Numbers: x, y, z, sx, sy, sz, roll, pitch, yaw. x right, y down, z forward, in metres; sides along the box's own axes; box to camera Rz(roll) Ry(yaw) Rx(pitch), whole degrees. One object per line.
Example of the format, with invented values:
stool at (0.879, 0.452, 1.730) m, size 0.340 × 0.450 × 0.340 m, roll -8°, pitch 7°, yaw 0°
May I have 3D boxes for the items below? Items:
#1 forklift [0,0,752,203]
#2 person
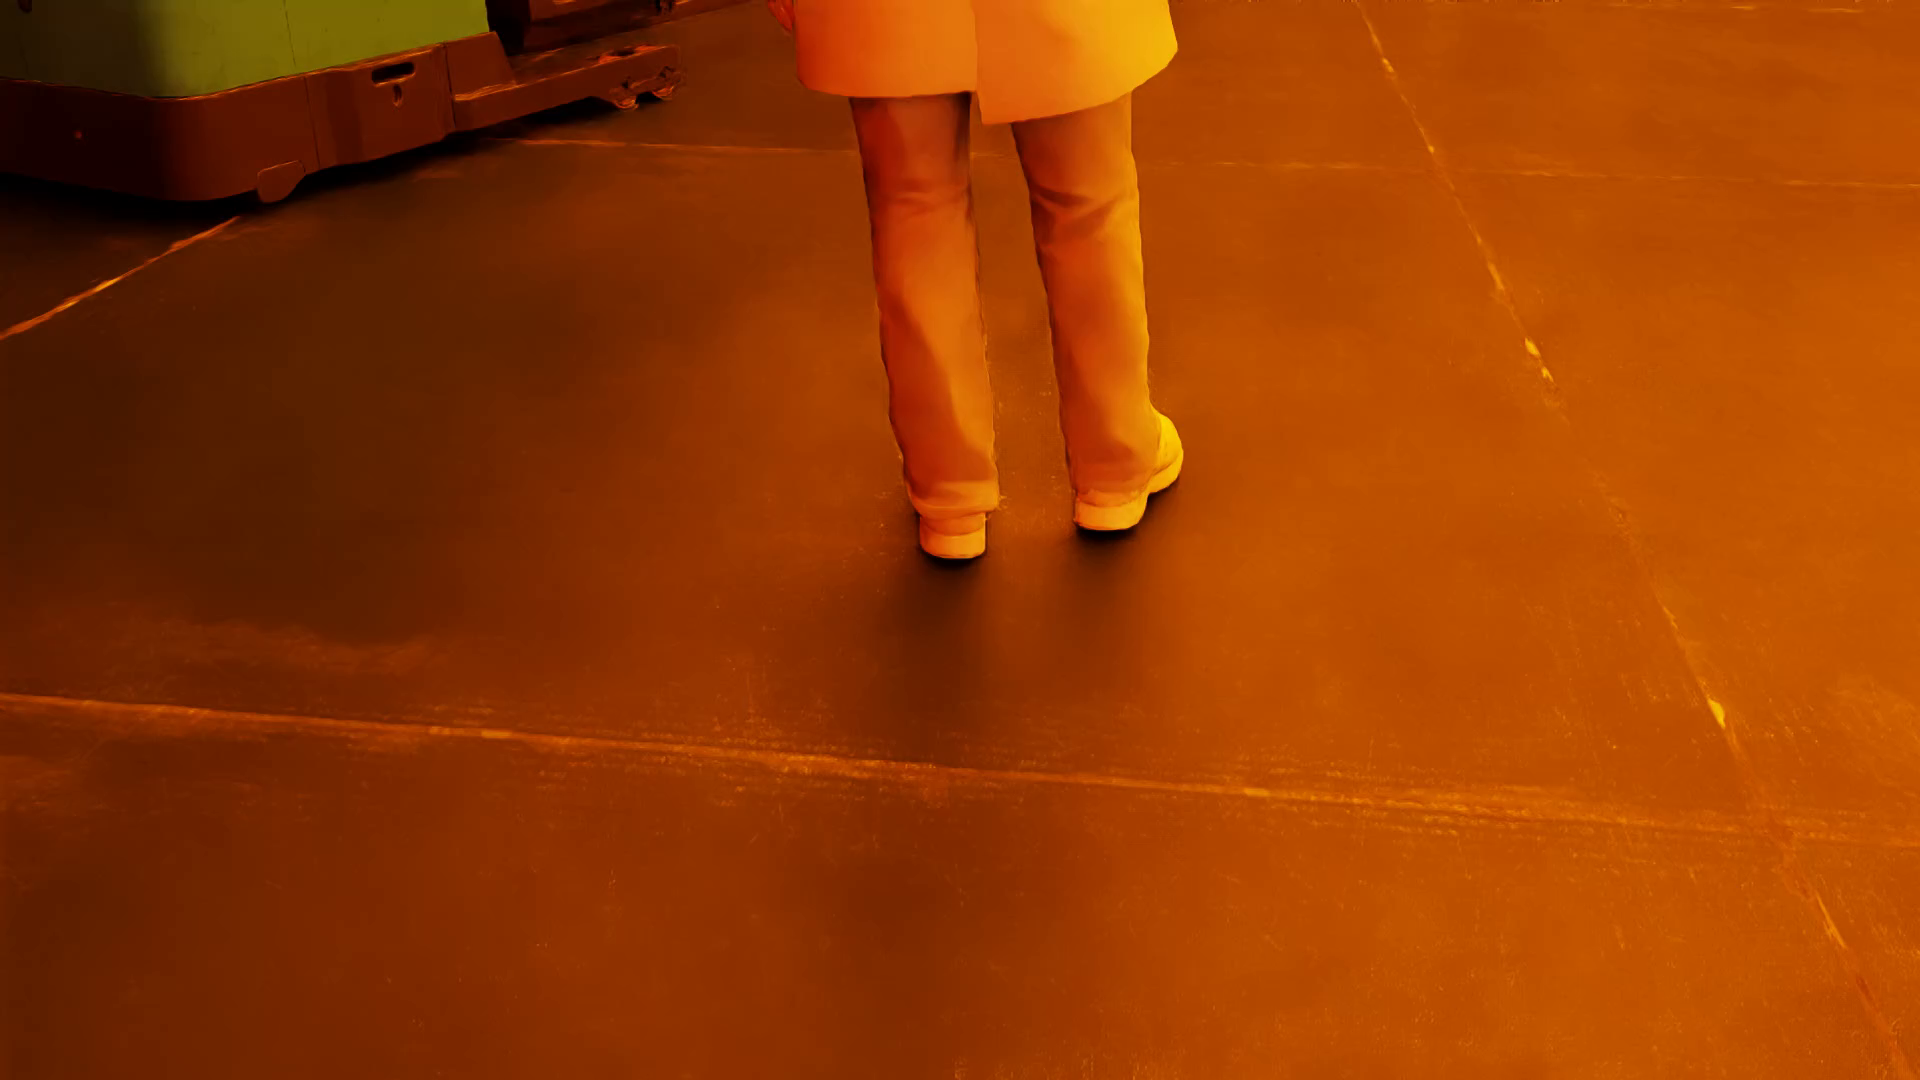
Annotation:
forklift at (-1.560, -2.741, 4.711) m, size 1.130 × 2.935 × 3.031 m, roll 13°, pitch 29°, yaw 24°
person at (0.017, -0.842, 2.180) m, size 0.694 × 1.776 × 0.579 m, roll 3°, pitch 27°, yaw 7°
